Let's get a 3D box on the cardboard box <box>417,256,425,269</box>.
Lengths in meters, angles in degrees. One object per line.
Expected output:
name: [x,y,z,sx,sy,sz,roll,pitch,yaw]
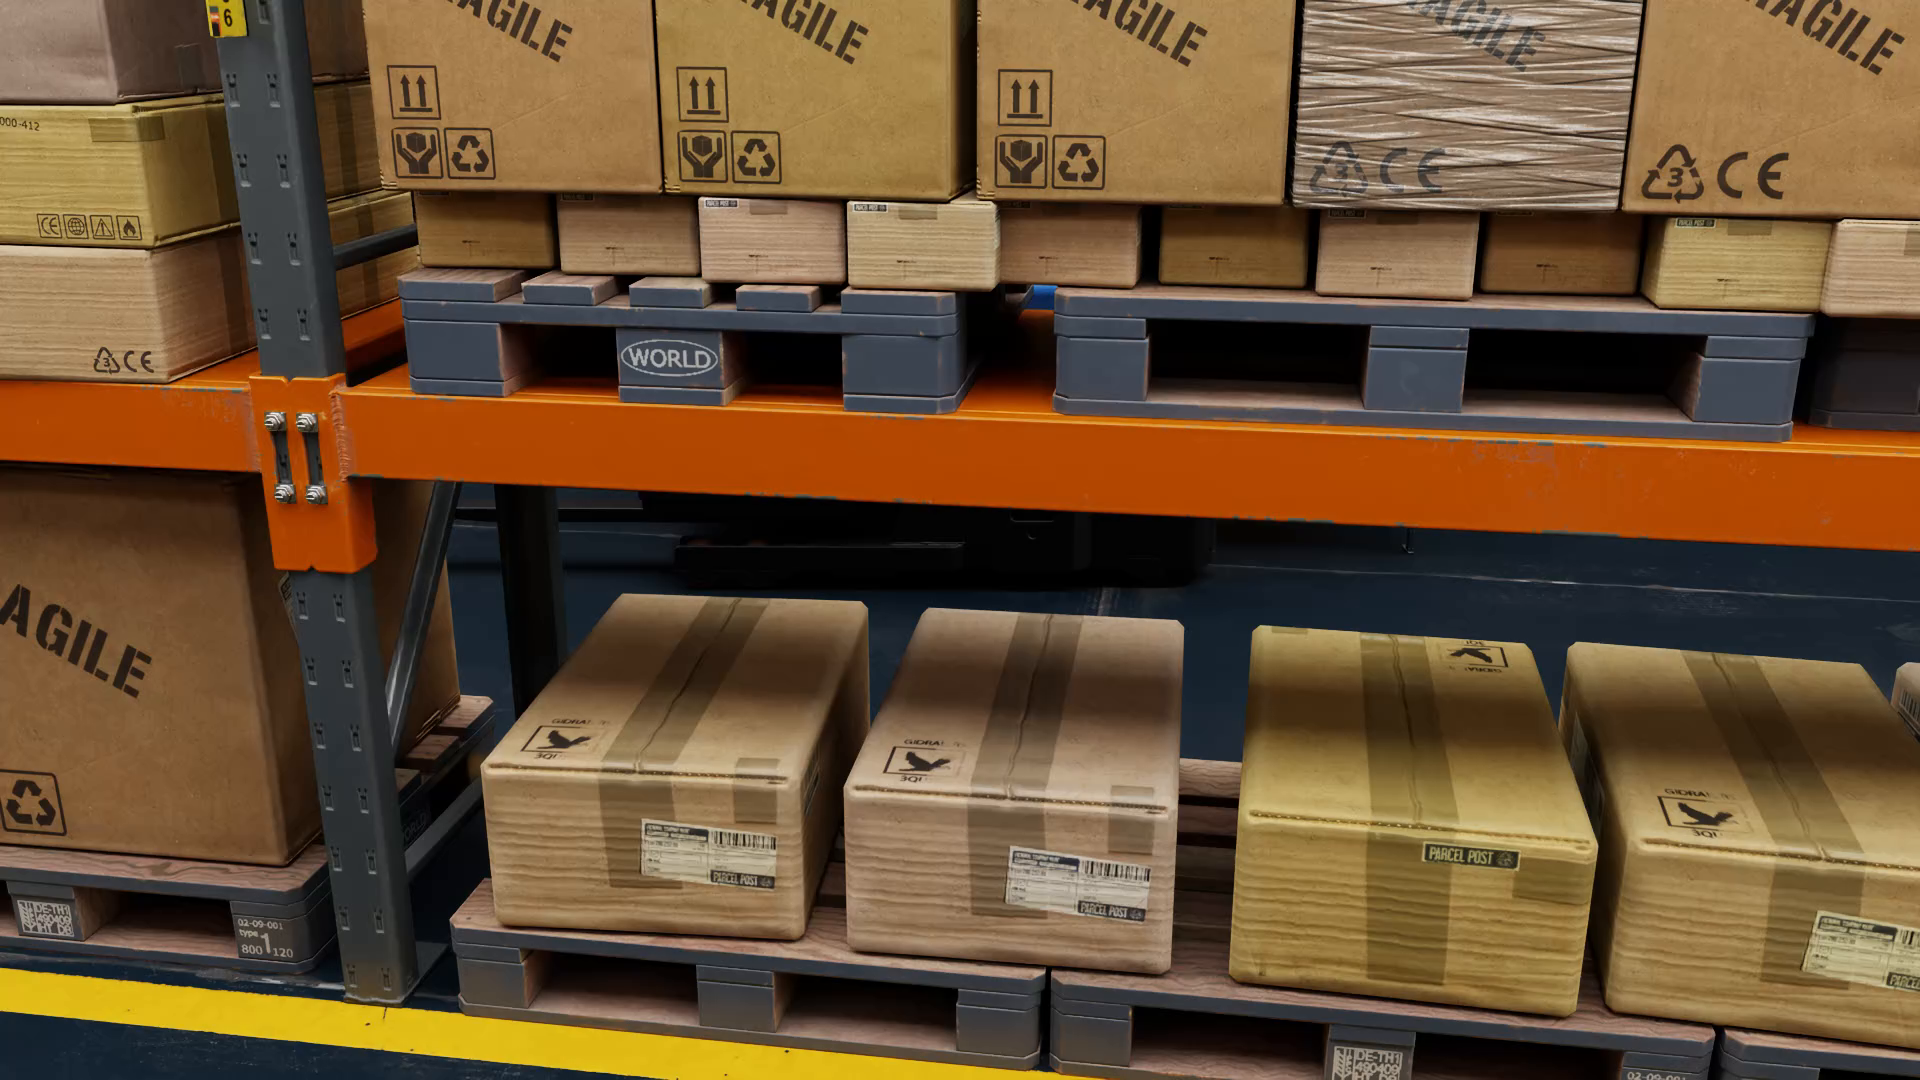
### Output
cardboard box: [-2.837,-1.243,8.568,0.500,0.500,0.500,2,19,7]

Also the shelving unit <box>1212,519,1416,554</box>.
shelving unit: [1.302,-0.723,6.100,0.755,1.500,0.431,0,18,1]

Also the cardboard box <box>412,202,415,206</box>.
cardboard box: [-3.130,-1.742,9.037,0.250,0.149,0.380,2,19,6]

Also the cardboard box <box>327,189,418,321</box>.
cardboard box: [-1.575,-0.650,3.755,0.500,0.250,0.500,3,19,8]

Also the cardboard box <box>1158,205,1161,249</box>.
cardboard box: [0.510,-0.689,3.368,0.250,0.149,0.380,3,19,9]

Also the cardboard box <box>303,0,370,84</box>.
cardboard box: [-1.580,-1.241,3.551,0.500,0.500,0.500,2,19,7]

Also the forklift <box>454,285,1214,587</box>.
forklift: [-0.623,-1.392,5.845,3.031,2.935,1.130,0,19,1]

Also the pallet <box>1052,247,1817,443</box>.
pallet: [0.829,-0.440,3.193,1.213,0.211,1.003,3,19,9]

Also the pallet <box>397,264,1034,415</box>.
pallet: [-0.412,-0.524,3.445,1.003,0.211,1.213,3,19,9]

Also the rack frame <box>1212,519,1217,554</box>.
rack frame: [0.936,-0.725,6.105,0.023,1.500,0.400,0,18,1]

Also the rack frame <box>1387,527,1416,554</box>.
rack frame: [1.667,-0.722,6.096,0.023,1.500,0.400,0,18,1]

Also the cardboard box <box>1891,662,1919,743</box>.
cardboard box: [2.299,0.605,3.247,0.625,0.372,0.950,3,19,9]

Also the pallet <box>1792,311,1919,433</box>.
pallet: [2.086,-0.409,3.102,1.213,0.211,1.003,3,19,9]

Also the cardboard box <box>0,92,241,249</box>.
cardboard box: [-1.651,-0.728,3.201,0.500,0.250,0.500,3,19,8]

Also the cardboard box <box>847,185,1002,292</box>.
cardboard box: [-0.036,-0.550,2.953,0.250,0.149,0.380,3,19,9]

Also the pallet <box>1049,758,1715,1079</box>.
pallet: [0.840,0.807,3.560,1.213,0.211,1.003,3,19,9]

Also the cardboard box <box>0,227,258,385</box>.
cardboard box: [-1.673,-0.491,3.279,0.500,0.250,0.500,2,19,7]

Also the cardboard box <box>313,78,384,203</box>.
cardboard box: [-1.593,-0.887,3.674,0.500,0.250,0.500,3,19,8]

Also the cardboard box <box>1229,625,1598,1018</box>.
cardboard box: [0.902,0.535,3.455,0.625,0.372,0.950,4,19,10]

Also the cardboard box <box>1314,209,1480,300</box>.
cardboard box: [0.747,-0.527,2.884,0.250,0.149,0.380,4,19,10]

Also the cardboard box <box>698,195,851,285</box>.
cardboard box: [-0.304,-0.570,3.014,0.250,0.149,0.380,2,19,5]

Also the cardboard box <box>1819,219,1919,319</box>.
cardboard box: [1.496,-0.468,2.709,0.250,0.149,0.380,3,19,9]

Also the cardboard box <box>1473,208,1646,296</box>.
cardboard box: [1.017,-0.537,2.915,0.250,0.149,0.380,2,19,7]

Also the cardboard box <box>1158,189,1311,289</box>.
cardboard box: [0.500,-0.560,2.984,0.250,0.149,0.380,4,19,11]

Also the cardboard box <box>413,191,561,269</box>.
cardboard box: [-0.841,-0.623,3.172,0.250,0.149,0.380,2,19,5]

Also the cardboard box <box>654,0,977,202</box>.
cardboard box: [-0.209,-0.886,2.936,0.500,0.500,0.500,4,19,11]

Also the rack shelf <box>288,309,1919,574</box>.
rack shelf: [0.843,-0.176,3.235,4.000,0.370,1.077,3,19,9]

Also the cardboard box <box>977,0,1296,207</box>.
cardboard box: [0.316,-0.862,2.863,0.500,0.500,0.500,3,19,10]

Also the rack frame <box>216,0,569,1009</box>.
rack frame: [-1.132,-0.618,3.422,0.127,3.000,1.000,3,19,9]

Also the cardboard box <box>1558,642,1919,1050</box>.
cardboard box: [1.589,0.570,3.352,0.625,0.372,0.950,4,19,12]

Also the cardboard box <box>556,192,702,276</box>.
cardboard box: [-0.567,-0.598,3.098,0.250,0.149,0.380,2,19,5]

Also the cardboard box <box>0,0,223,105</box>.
cardboard box: [-1.684,-1.083,3.080,0.500,0.500,0.500,2,19,7]

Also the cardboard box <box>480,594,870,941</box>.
cardboard box: [-0.576,0.461,3.678,0.625,0.372,0.950,2,19,5]

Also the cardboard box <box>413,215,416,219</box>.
cardboard box: [-2.931,-1.561,8.498,0.250,0.149,0.380,3,19,9]

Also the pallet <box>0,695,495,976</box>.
pallet: [-1.899,0.641,4.054,1.213,0.211,1.003,3,19,9]

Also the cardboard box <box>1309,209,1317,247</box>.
cardboard box: [0.771,-0.702,3.407,0.250,0.149,0.380,2,19,7]

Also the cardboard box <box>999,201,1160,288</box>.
cardboard box: [0.215,-0.562,2.990,0.250,0.149,0.380,4,19,12]

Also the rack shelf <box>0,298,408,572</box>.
rack shelf: [-3.107,-0.377,3.837,4.000,0.370,1.077,3,19,9]

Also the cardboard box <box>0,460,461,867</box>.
cardboard box: [-1.801,0.130,3.874,0.875,0.875,0.875,3,19,8]

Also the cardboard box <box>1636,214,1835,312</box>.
cardboard box: [1.260,-0.492,2.779,0.250,0.149,0.380,3,19,9]

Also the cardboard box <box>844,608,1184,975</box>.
cardboard box: [0.154,0.495,3.575,0.625,0.372,0.950,3,19,8]

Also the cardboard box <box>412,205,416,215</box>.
cardboard box: [-2.866,-1.711,8.945,0.250,0.149,0.380,3,19,10]

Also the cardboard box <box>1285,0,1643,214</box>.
cardboard box: [0.809,-0.834,2.780,0.500,0.500,0.500,2,19,7]

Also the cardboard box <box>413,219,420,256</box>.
cardboard box: [-2.687,-1.548,8.458,0.250,0.149,0.380,4,19,11]

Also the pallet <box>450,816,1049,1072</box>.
pallet: [-0.361,0.744,3.746,1.213,0.211,1.003,3,19,9]

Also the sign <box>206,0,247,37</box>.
sign: [-1.217,-0.993,2.718,0.005,0.325,0.100,3,19,9]

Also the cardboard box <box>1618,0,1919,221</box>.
cardboard box: [1.326,-0.808,2.702,0.500,0.500,0.500,4,19,11]

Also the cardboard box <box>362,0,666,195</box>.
cardboard box: [-0.725,-0.910,3.008,0.500,0.500,0.500,2,19,7]

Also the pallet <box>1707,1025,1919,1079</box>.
pallet: [2.048,0.867,3.379,1.213,0.211,1.003,3,19,9]
